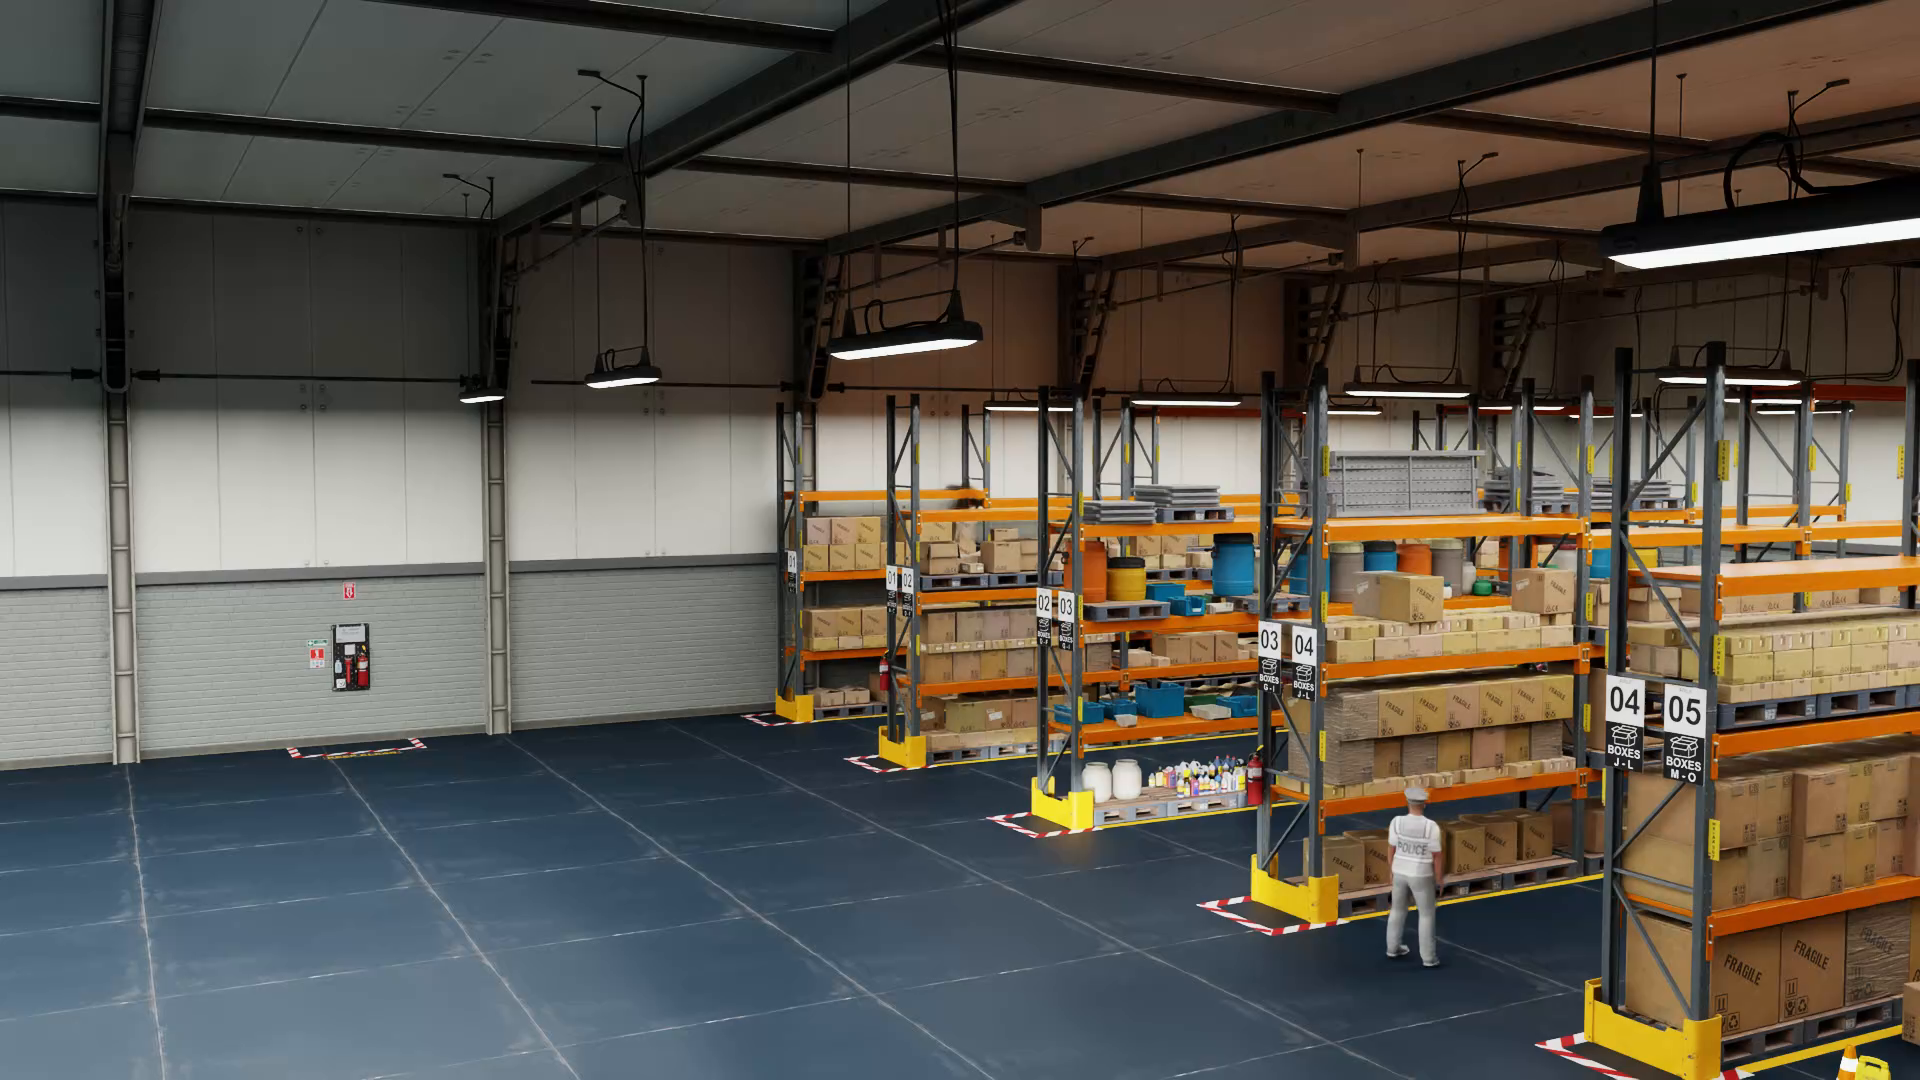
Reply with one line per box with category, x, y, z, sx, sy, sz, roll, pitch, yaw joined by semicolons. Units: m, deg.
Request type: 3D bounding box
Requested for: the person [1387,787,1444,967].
person;4.551;3.344;16.620;0.456;1.771;0.604;-3;4;-41
